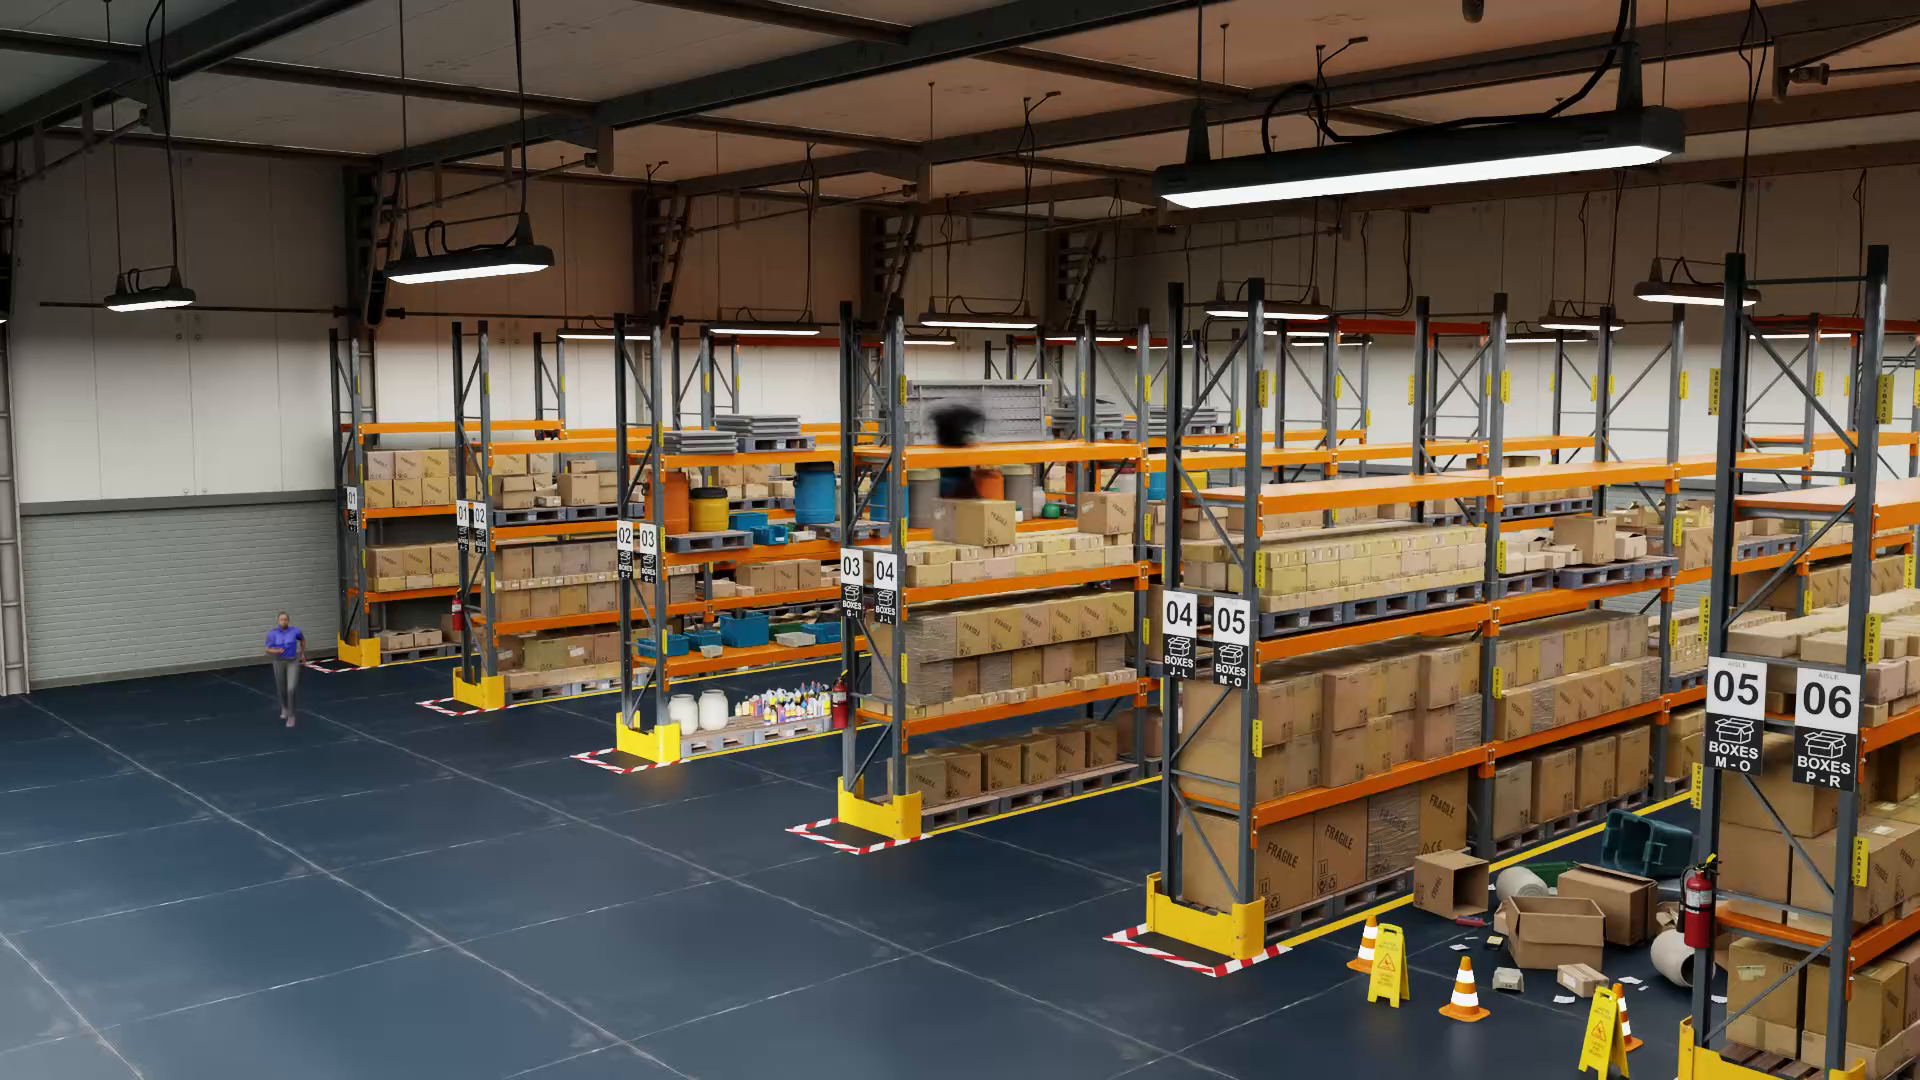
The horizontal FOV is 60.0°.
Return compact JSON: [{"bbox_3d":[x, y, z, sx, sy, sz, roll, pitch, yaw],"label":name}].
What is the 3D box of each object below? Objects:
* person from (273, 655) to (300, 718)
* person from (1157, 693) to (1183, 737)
[{"bbox_3d":[-10.001,2.131,24.722,0.370,0.925,0.707,-2,6,-17],"label":"person"},{"bbox_3d":[2.484,2.098,18.808,0.556,0.746,0.657,4,7,36],"label":"person"}]
